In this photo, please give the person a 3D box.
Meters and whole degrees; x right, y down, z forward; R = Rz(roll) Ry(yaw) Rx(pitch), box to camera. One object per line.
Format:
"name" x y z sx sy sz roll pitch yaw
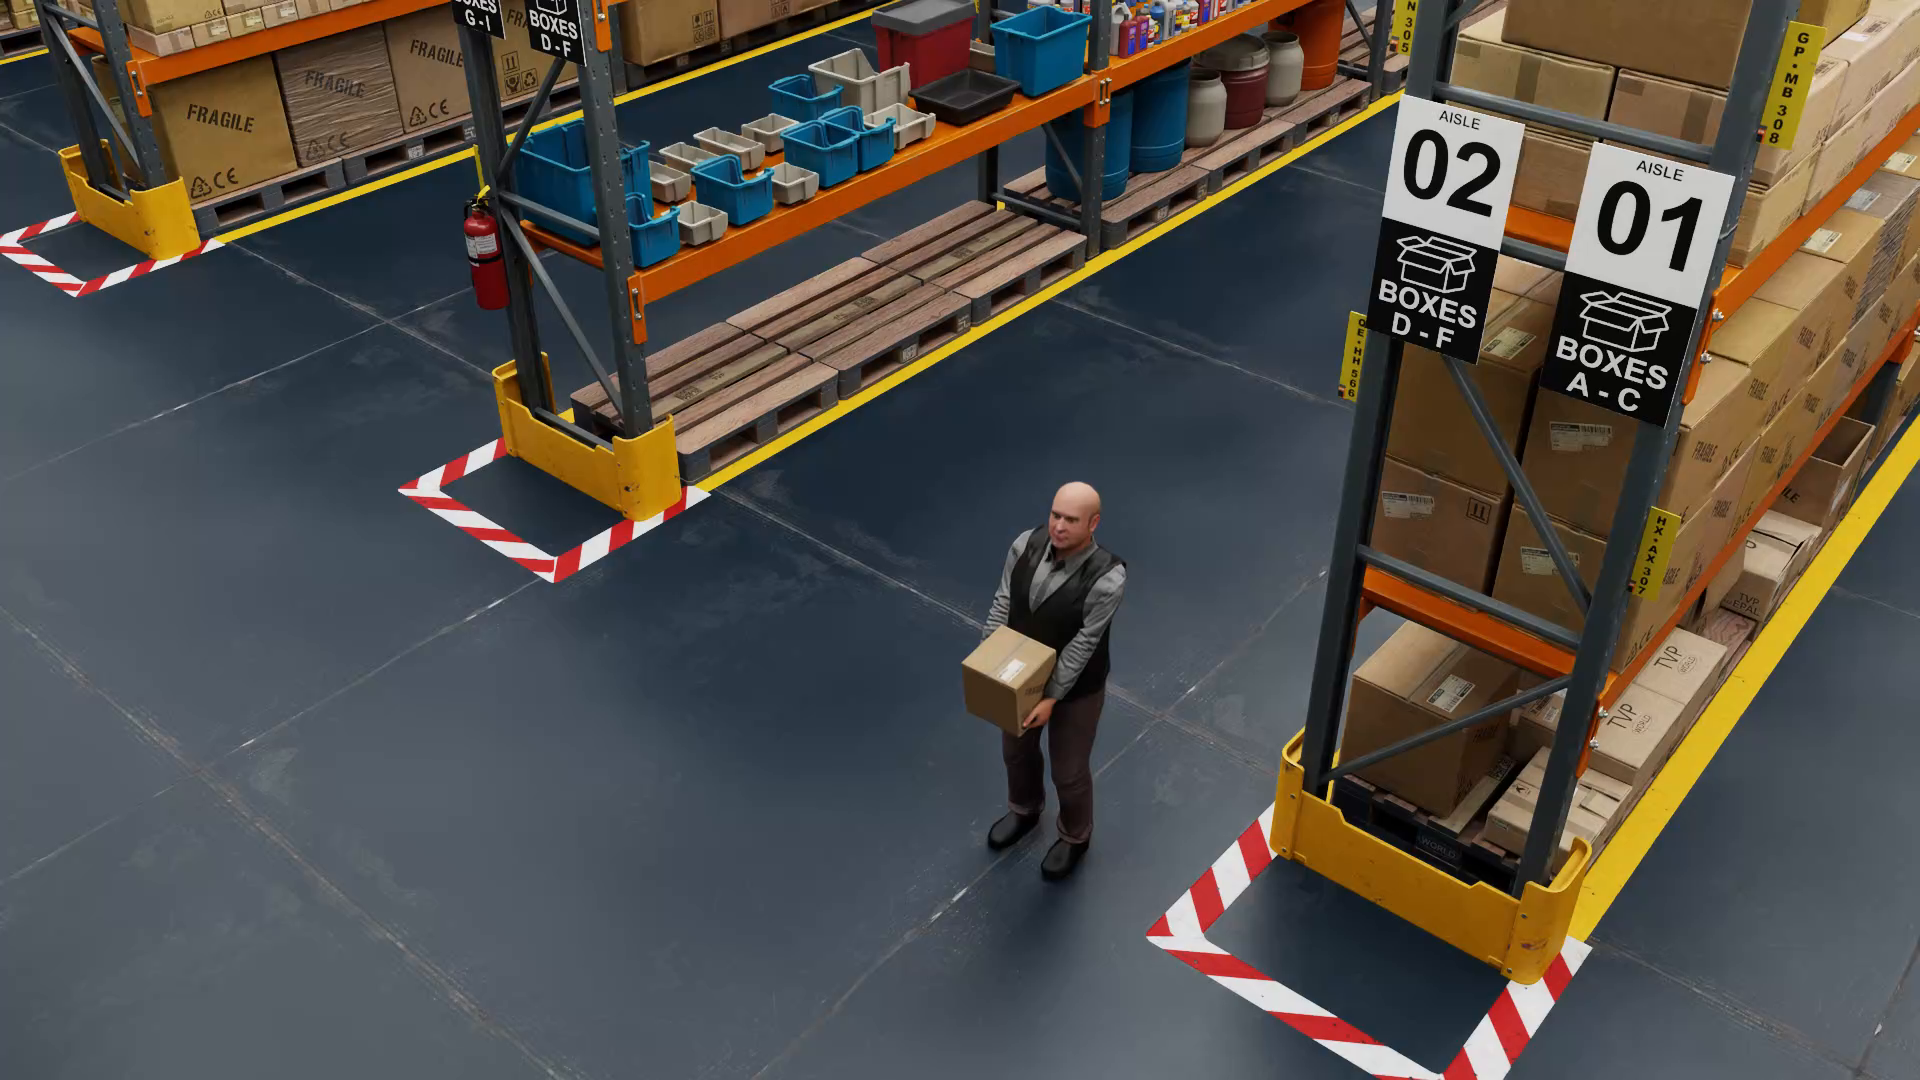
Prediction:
"person" 0.313 0.579 6.341 0.494 1.711 0.560 24 41 30
